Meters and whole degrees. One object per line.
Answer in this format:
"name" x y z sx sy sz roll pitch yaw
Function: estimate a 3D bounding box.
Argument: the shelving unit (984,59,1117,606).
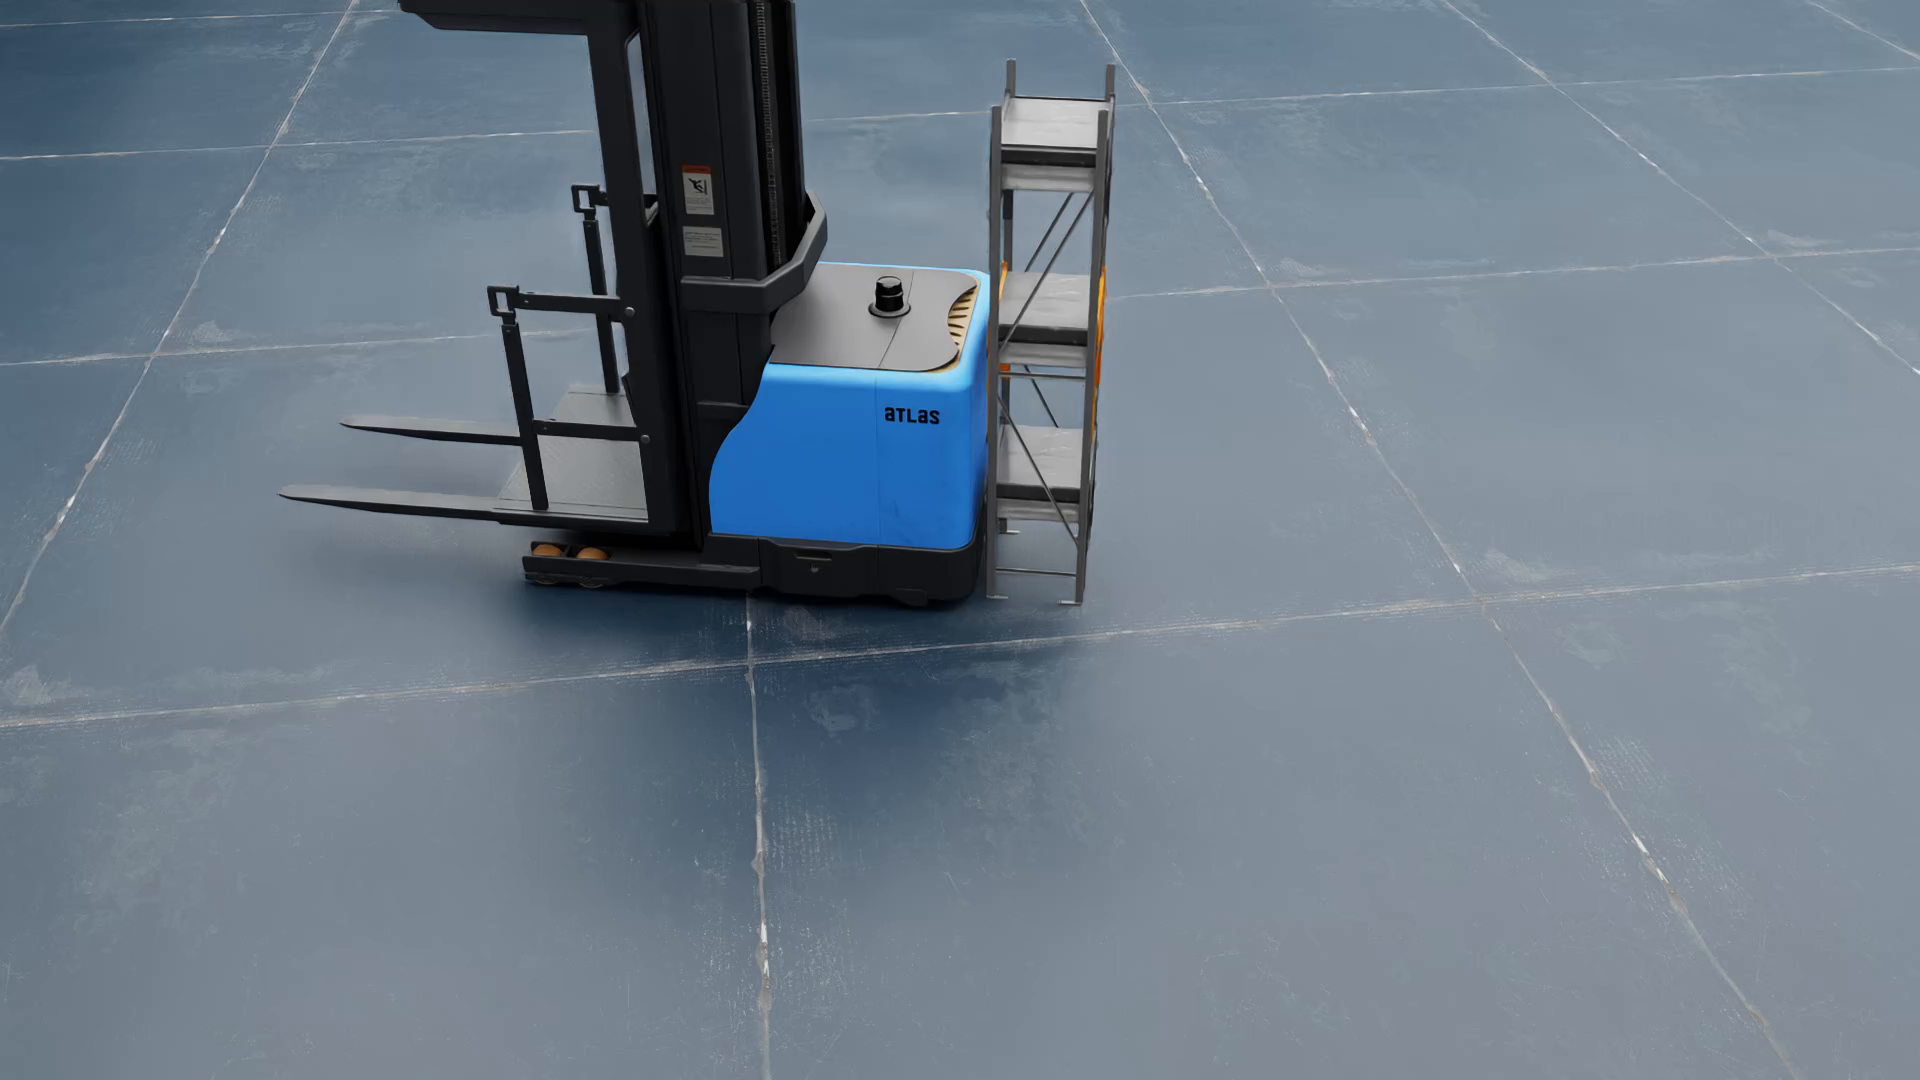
"shelving unit" 0.340 -0.749 6.484 0.431 2.100 0.503 4 34 6

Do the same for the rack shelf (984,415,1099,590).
"rack shelf" 0.340 -0.159 6.886 0.431 0.518 0.480 4 34 6

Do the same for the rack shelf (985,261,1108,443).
"rack shelf" 0.340 -0.737 6.492 0.431 0.518 0.480 4 34 6

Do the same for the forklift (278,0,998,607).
"forklift" -1.388 -1.301 6.556 3.031 2.935 1.130 4 34 6

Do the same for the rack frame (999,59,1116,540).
"rack frame" 0.371 -0.885 6.684 0.400 2.100 0.015 4 34 6

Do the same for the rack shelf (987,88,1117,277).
"rack shelf" 0.340 -1.316 6.098 0.431 0.518 0.480 4 34 6

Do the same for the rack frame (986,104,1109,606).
"rack frame" 0.309 -0.612 6.284 0.400 2.100 0.015 4 34 6
